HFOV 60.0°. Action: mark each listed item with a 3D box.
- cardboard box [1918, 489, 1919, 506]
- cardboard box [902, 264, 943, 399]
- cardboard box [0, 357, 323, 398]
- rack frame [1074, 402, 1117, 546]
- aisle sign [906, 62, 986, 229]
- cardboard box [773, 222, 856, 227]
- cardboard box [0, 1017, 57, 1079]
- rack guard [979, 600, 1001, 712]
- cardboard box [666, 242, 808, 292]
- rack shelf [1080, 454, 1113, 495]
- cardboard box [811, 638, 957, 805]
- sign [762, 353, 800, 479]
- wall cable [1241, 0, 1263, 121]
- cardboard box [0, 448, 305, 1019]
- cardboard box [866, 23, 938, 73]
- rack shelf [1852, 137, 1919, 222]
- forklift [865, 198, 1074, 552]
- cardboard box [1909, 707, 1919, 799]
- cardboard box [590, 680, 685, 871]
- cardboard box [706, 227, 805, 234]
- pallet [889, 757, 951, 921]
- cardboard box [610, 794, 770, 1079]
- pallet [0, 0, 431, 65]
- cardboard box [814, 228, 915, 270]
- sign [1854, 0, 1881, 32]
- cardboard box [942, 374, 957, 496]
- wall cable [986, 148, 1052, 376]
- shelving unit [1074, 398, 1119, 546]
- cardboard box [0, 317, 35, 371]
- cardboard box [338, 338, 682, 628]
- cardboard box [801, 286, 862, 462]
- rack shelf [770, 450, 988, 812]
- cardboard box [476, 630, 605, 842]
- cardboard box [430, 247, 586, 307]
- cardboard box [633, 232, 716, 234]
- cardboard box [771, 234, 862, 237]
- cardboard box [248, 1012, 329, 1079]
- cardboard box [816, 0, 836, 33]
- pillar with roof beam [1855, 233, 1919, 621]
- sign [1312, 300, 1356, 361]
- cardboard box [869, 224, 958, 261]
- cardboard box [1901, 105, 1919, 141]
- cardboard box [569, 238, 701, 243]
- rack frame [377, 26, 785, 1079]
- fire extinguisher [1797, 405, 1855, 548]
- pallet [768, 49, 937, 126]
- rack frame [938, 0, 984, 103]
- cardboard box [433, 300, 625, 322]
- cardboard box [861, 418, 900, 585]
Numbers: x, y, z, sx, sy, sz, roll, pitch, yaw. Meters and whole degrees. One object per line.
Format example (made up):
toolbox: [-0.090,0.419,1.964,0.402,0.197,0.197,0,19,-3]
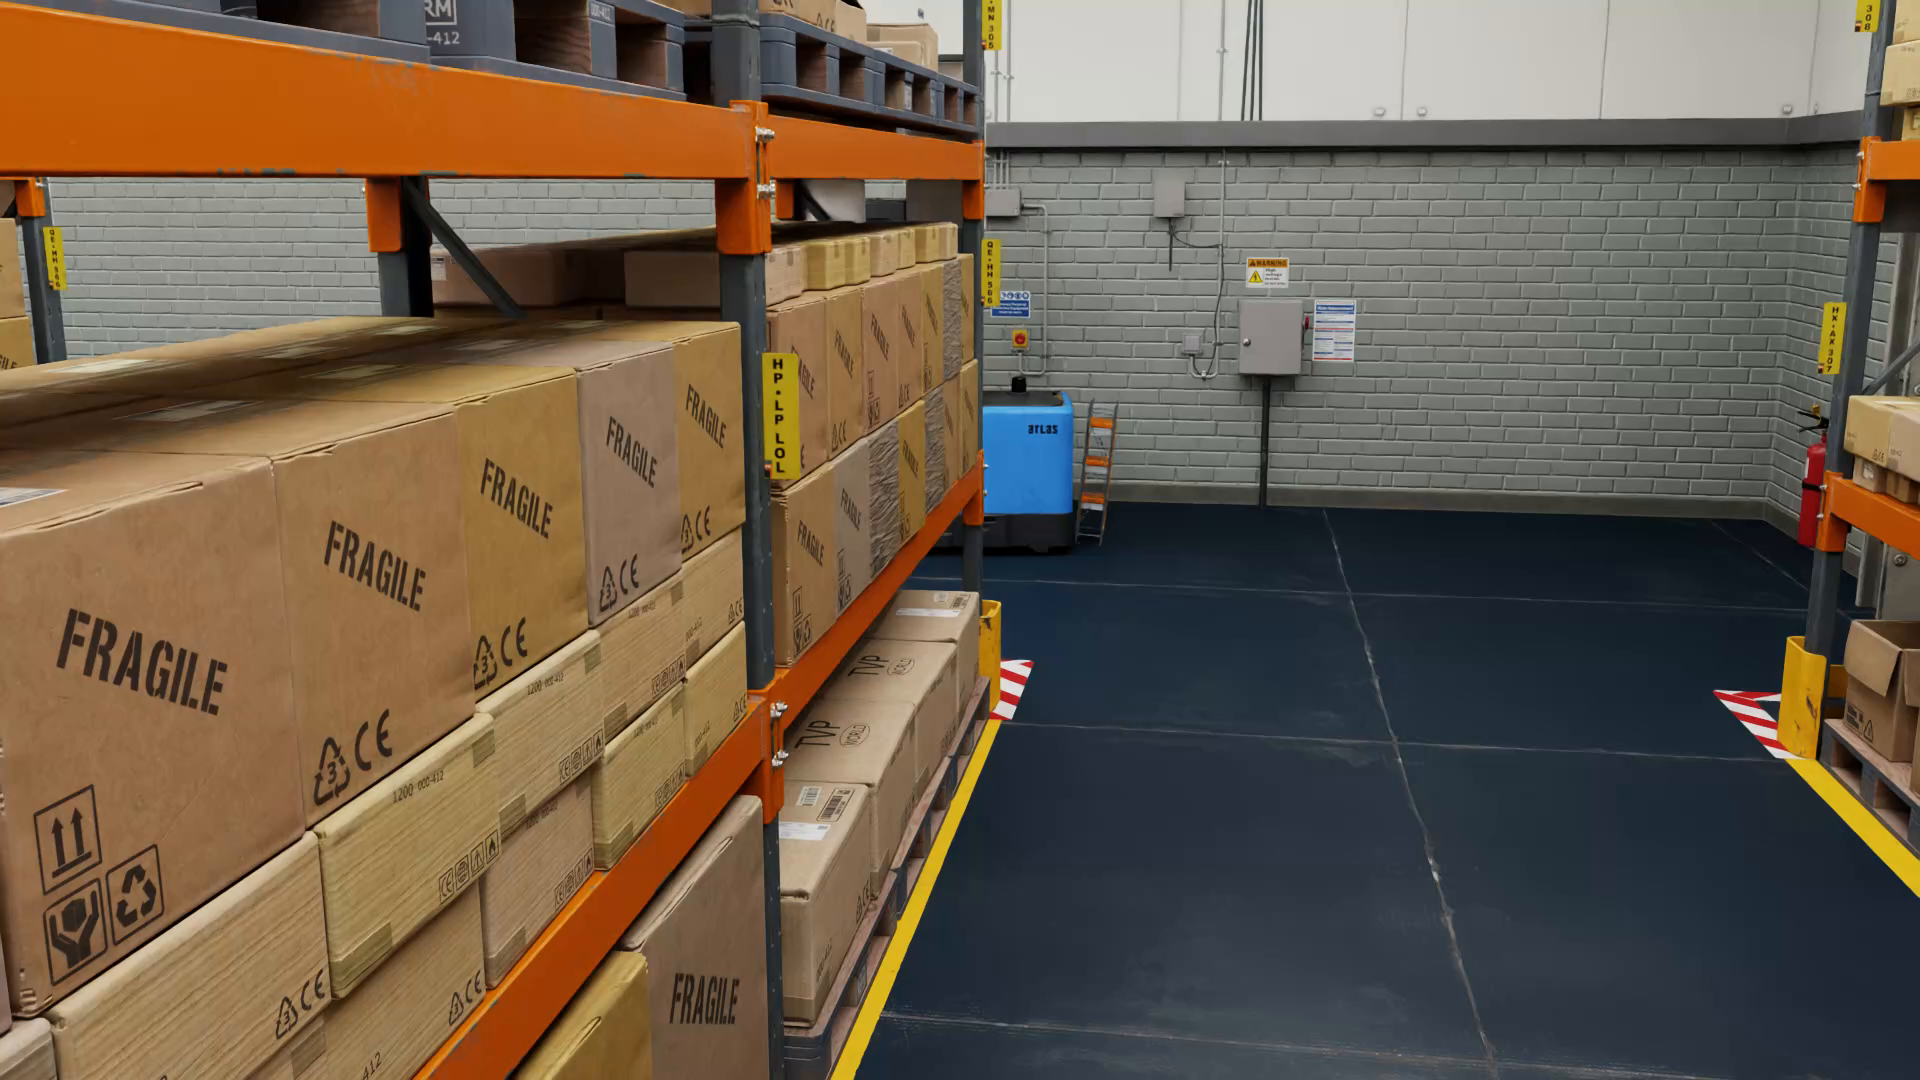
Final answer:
cardboard box: [4.197,-0.187,6.835,0.380,0.149,0.250,2,12,8]
cardboard box: [-0.356,-0.856,6.736,0.500,0.500,0.500,2,12,8]
cardboard box: [-1.484,-0.051,2.998,0.500,0.500,0.500,2,12,7]
rack frame: [0.993,-0.477,12.175,0.200,1.050,0.008,7,13,7]
aisle sign: [-0.070,-1.915,8.089,0.394,0.787,0.004,2,12,9]
cardboard box: [-0.685,-1.372,7.590,0.380,0.149,0.250,2,12,10]
cardboard box: [-1.215,0.650,1.527,0.500,0.250,0.500,2,12,10]
rack guard: [-0.383,0.578,8.626,1.175,0.500,0.348,2,12,9]
cardboard box: [-0.676,-0.827,5.061,0.380,0.149,0.250,2,12,8]
rack shelf: [1.010,-0.493,12.296,0.215,0.259,0.240,7,13,7]
cardboard box: [-0.522,0.739,7.027,0.875,0.438,0.875,2,12,10]
sign: [-0.464,-0.318,4.290,0.100,0.325,0.005,2,12,9]
wall cable: [3.699,-4.660,12.669,2.988,3.039,0.133,2,12,9]
cardboard box: [-1.138,0.183,1.914,0.500,0.500,0.500,2,12,10]
cardboard box: [-0.367,-2.190,7.536,0.500,0.250,0.500,1,12,3]
rack shelf: [4.211,-1.178,5.425,1.077,0.370,4.000,2,12,9]
forklift: [-0.684,-1.431,12.176,3.031,2.935,1.130,0,12,1]
cardboard box: [4.161,0.838,6.420,0.700,0.500,0.500,2,12,11]
cardboard box: [-0.902,0.474,3.529,0.500,0.250,0.500,2,12,8]
cardboard box: [-0.849,-1.210,6.838,0.380,0.149,0.250,2,12,9]
pallet: [-0.623,1.146,6.674,1.003,0.211,1.213,2,12,9]
cardboard box: [-1.018,1.158,4.044,0.875,0.875,0.875,2,12,10]
pallet: [-1.402,-0.717,2.026,1.003,0.211,1.213,2,12,11]
cardboard box: [-0.386,-1.145,6.538,0.380,0.149,0.250,2,12,10]
sign: [3.982,-2.390,7.270,0.100,0.325,0.005,2,12,9]
cardboard box: [-0.292,-0.475,7.341,0.500,0.500,0.500,2,12,7]
wall cable: [0.457,-2.326,13.679,0.585,1.953,0.123,2,12,9]
shelving unit: [1.011,-0.503,12.293,0.215,1.050,0.252,7,13,7]
cardboard box: [-5.108,-0.871,8.471,0.500,0.500,0.500,2,12,10]
cardboard box: [-0.895,-0.135,3.390,0.500,0.500,0.500,2,12,10]
cardboard box: [-0.606,-0.540,5.270,0.500,0.500,0.500,2,12,8]
rack shelf: [-0.695,0.129,6.483,1.077,0.370,4.000,2,12,9]
cardboard box: [-0.973,0.334,2.991,0.500,0.250,0.500,2,12,10]
cardboard box: [-1.269,-0.736,4.637,0.380,0.149,0.250,2,12,7]
cardboard box: [-0.987,-1.051,6.102,0.380,0.149,0.250,2,12,9]
cardboard box: [-0.550,-0.986,5.799,0.380,0.149,0.250,2,12,8]
cardboard box: [-1.146,0.789,2.067,0.500,0.250,0.500,2,12,11]
cardboard box: [-0.827,-1.859,5.402,0.797,0.503,0.637,3,12,13]
pillar with roof beam: [1.570,-4.083,10.081,9.100,9.000,0.400,2,12,9]
sign: [3.030,-1.696,13.469,0.329,0.494,0.001,2,12,9]
cardboard box: [-0.216,-1.303,7.268,0.380,0.149,0.250,2,12,8]
cardboard box: [4.239,-1.764,7.034,0.380,0.149,0.250,2,12,10]
cardboard box: [-1.052,-0.892,5.362,0.380,0.149,0.250,2,12,8]
rack frame: [-1.002,0.193,4.476,1.000,3.000,0.127,2,12,9]
fire extinguisher: [4.084,-0.305,7.856,0.296,0.674,0.183,2,12,9]
pallet: [-0.676,-1.653,6.133,1.003,0.211,1.213,2,12,9]
rack frame: [-0.387,-3.572,7.707,1.000,3.000,0.127,2,12,9]
cardboard box: [-1.202,-0.451,4.857,0.500,0.500,0.500,2,12,8]
cardboard box: [-0.507,-0.153,5.844,0.500,0.500,0.500,2,12,9]
